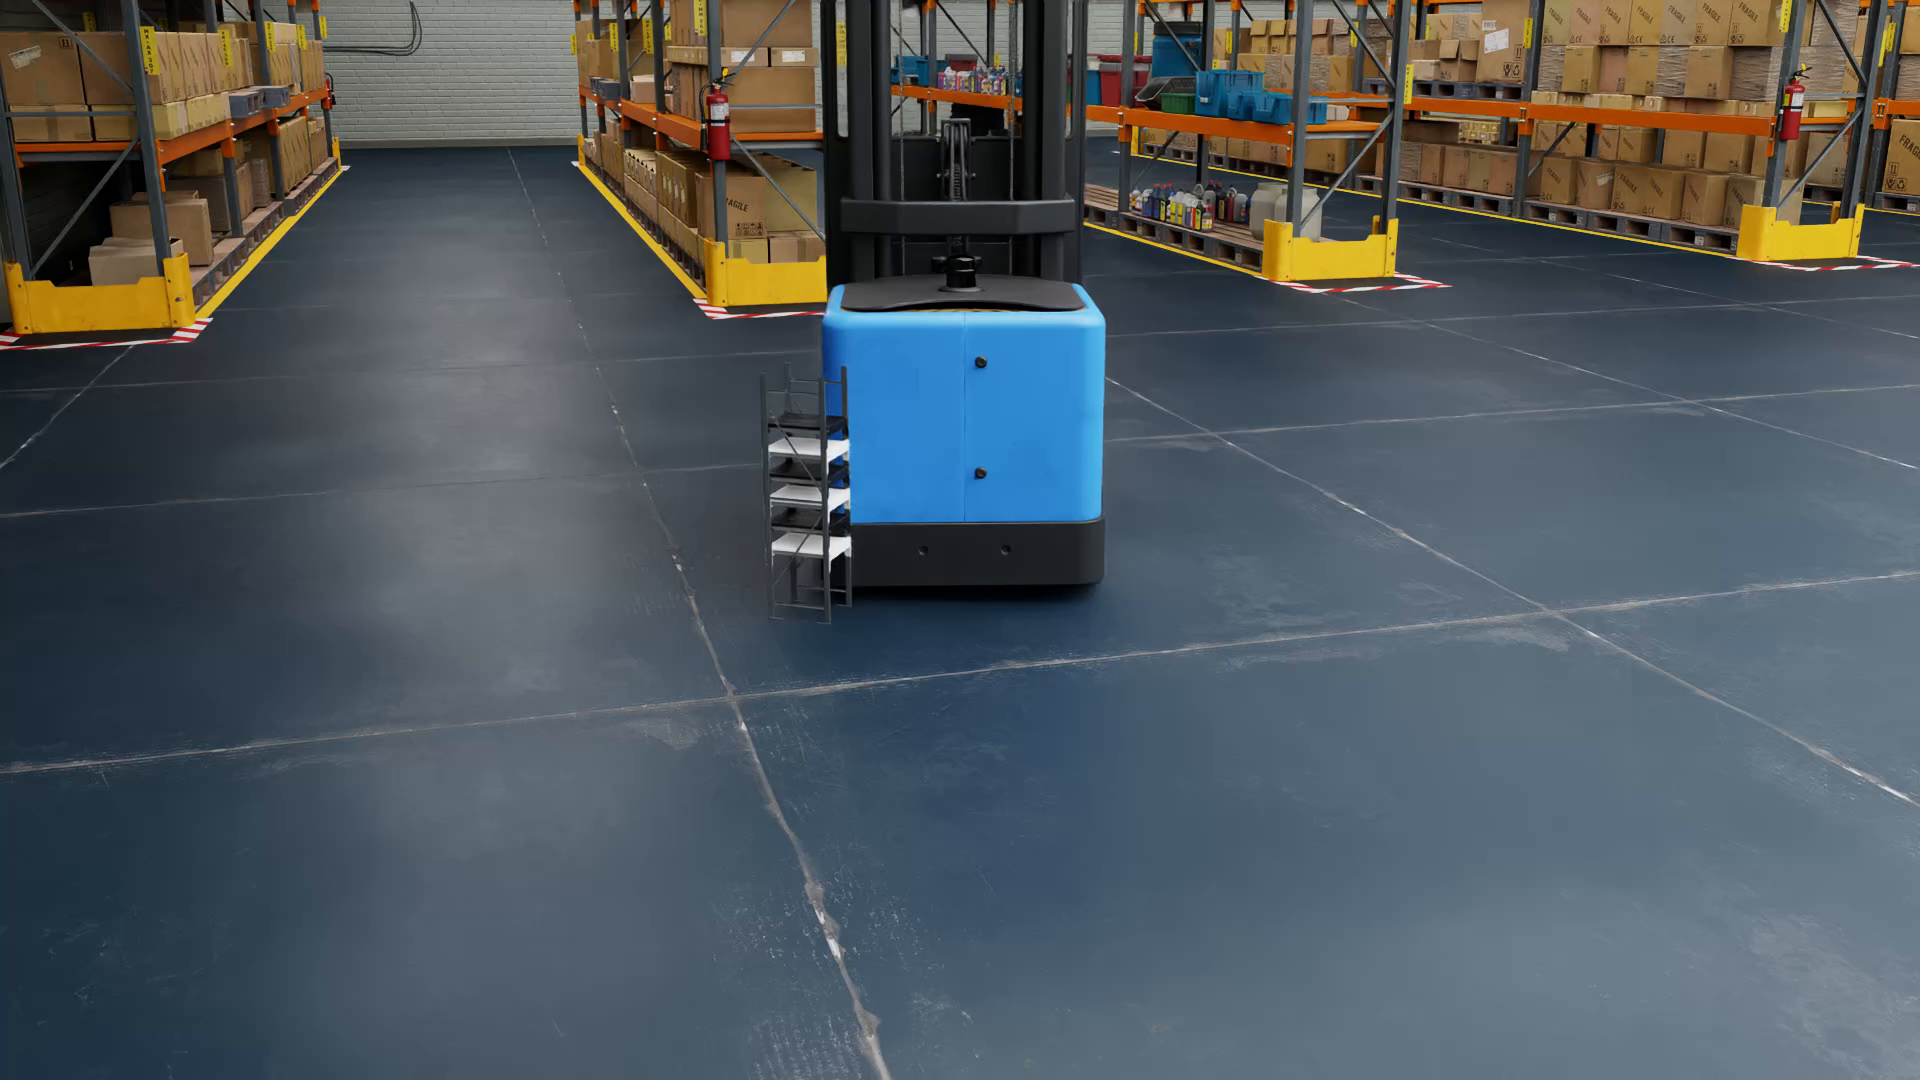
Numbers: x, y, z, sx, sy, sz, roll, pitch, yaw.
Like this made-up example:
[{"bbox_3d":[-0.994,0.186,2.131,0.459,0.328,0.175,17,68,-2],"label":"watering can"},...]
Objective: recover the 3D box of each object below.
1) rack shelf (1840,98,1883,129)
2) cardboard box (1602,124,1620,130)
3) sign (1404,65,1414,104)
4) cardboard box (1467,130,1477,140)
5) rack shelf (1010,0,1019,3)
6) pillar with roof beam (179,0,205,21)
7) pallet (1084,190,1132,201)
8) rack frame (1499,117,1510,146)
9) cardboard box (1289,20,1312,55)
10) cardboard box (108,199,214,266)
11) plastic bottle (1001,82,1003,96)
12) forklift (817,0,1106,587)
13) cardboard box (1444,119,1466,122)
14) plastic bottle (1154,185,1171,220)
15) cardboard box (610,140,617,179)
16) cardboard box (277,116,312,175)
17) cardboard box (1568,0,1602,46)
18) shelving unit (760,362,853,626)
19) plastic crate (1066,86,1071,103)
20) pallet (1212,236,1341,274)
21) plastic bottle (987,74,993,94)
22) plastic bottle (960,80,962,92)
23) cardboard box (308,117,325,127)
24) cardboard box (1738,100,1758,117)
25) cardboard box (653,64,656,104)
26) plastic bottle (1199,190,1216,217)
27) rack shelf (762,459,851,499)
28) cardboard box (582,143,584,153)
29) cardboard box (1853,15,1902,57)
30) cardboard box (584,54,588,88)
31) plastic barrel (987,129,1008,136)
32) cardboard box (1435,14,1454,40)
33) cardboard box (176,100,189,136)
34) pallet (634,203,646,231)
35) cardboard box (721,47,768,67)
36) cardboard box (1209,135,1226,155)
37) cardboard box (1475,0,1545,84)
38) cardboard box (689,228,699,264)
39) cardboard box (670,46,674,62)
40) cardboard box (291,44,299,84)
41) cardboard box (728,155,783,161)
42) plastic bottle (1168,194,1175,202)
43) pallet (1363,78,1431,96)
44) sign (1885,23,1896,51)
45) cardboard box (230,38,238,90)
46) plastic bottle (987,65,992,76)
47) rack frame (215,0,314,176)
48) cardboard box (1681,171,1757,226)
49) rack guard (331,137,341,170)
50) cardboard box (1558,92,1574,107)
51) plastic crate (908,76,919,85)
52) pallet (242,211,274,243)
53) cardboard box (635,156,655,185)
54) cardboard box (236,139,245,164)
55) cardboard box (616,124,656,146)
[{"bbox_3d":[11.235,-5.825,22.380,1.077,0.370,4.000,-5,17,-15],"label":"rack shelf"},{"bbox_3d":[10.097,-6.393,25.332,0.500,0.250,0.500,-4,17,-14],"label":"cardboard box"},{"bbox_3d":[3.855,-3.929,14.336,0.100,0.325,0.005,-5,17,-15],"label":"sign"},{"bbox_3d":[9.017,-7.016,28.803,0.380,0.149,0.250,-5,18,-17],"label":"cardboard box"},{"bbox_3d":[1.676,-6.506,19.432,1.077,0.370,4.000,-5,17,-15],"label":"rack shelf"},{"bbox_3d":[-6.383,-9.629,23.365,9.100,9.000,0.400,-5,17,-15],"label":"pillar with roof beam"},{"bbox_3d":[1.634,-4.077,20.158,1.003,0.211,1.213,-5,17,-15],"label":"pallet"},{"bbox_3d":[9.587,-7.829,27.802,1.000,3.000,0.127,-5,17,-15],"label":"rack frame"},{"bbox_3d":[5.337,-7.456,24.641,0.797,0.503,0.637,-4,17,-13],"label":"cardboard box"},{"bbox_3d":[-6.614,-2.547,13.799,0.700,0.500,0.500,-6,18,-19],"label":"cardboard box"},{"bbox_3d":[0.591,-5.983,22.002,0.097,0.201,0.097,0,17,0],"label":"plastic bottle"},{"bbox_3d":[-0.033,-1.601,7.188,1.130,2.935,3.031,-1,17,-2],"label":"forklift"},{"bbox_3d":[8.809,-7.383,29.507,0.380,0.149,0.250,-5,18,-17],"label":"cardboard box"},{"bbox_3d":[2.101,-3.494,17.210,0.144,0.351,0.185,-5,18,-18],"label":"plastic bottle"},{"bbox_3d":[-4.412,-5.118,22.356,0.500,0.500,0.500,-5,18,-17],"label":"cardboard box"},{"bbox_3d":[-9.194,-5.292,22.363,0.750,0.750,0.750,-4,17,-15],"label":"cardboard box"},{"bbox_3d":[7.006,-5.638,18.080,0.500,0.500,0.500,-5,17,-15],"label":"cardboard box"},{"bbox_3d":[-0.544,-0.164,5.935,0.258,0.900,0.210,5,18,18],"label":"shelving unit"},{"bbox_3d":[1.476,-5.218,19.479,0.450,0.188,0.662,-5,17,-15],"label":"plastic crate"},{"bbox_3d":[3.041,-2.661,15.444,1.003,0.211,1.213,-5,17,-15],"label":"pallet"},{"bbox_3d":[0.421,-6.188,22.563,0.097,0.271,0.097,0,17,0],"label":"plastic bottle"},{"bbox_3d":[0.048,-6.530,23.821,0.097,0.201,0.097,0,17,0],"label":"plastic bottle"},{"bbox_3d":[-10.098,-6.504,25.879,0.380,0.149,0.250,-5,17,-16],"label":"cardboard box"},{"bbox_3d":[7.743,-4.157,16.014,0.380,0.149,0.250,-5,17,-15],"label":"cardboard box"},{"bbox_3d":[-3.160,-5.161,18.747,0.500,0.500,0.500,-6,18,-18],"label":"cardboard box"},{"bbox_3d":[2.597,-3.540,17.491,0.152,0.276,0.135,-5,17,-15],"label":"plastic bottle"},{"bbox_3d":[-0.544,-0.219,5.918,0.258,0.077,0.200,5,18,18],"label":"rack shelf"},{"bbox_3d":[-6.051,-6.491,27.539,0.380,0.149,0.250,-5,17,-15],"label":"cardboard box"},{"bbox_3d":[11.643,-6.280,20.732,0.700,0.500,0.500,-5,17,-16],"label":"cardboard box"},{"bbox_3d":[-5.549,-7.274,25.779,0.500,0.500,0.500,-4,17,-15],"label":"cardboard box"},{"bbox_3d":[0.666,-5.459,23.375,0.600,0.588,0.708,-5,17,-15],"label":"plastic barrel"},{"bbox_3d":[8.765,-9.034,29.385,0.500,0.500,0.500,-5,18,-17],"label":"cardboard box"},{"bbox_3d":[-6.185,-3.211,12.654,0.500,0.250,0.500,-5,18,-17],"label":"cardboard box"},{"bbox_3d":[-3.116,-3.673,18.813,1.003,0.211,1.213,-5,17,-15],"label":"pallet"},{"bbox_3d":[-1.727,-3.813,13.129,0.380,0.149,0.250,-5,17,-16],"label":"cardboard box"},{"bbox_3d":[4.685,-6.837,27.463,0.875,0.875,0.875,-5,17,-15],"label":"cardboard box"},{"bbox_3d":[6.905,-5.971,19.844,1.000,1.000,1.000,-5,17,-15],"label":"cardboard box"},{"bbox_3d":[-2.019,-2.510,14.144,0.500,0.250,0.500,-5,17,-15],"label":"cardboard box"},{"bbox_3d":[-2.581,-4.669,15.981,0.380,0.149,0.250,-4,17,-14],"label":"cardboard box"},{"bbox_3d":[-8.979,-6.242,21.792,0.500,0.500,0.500,-5,17,-15],"label":"cardboard box"},{"bbox_3d":[-1.933,-3.325,15.553,0.500,0.500,0.500,-5,17,-15],"label":"cardboard box"},{"bbox_3d":[2.177,-3.418,17.096,0.097,0.271,0.097,0,17,0],"label":"plastic bottle"},{"bbox_3d":[6.187,-6.078,22.305,1.213,0.211,1.003,-5,17,-15],"label":"pallet"},{"bbox_3d":[11.266,-6.087,20.128,0.100,0.325,0.005,-5,17,-15],"label":"sign"},{"bbox_3d":[-7.764,-4.814,16.826,0.700,0.500,0.500,-2,17,-8],"label":"cardboard box"},{"bbox_3d":[0.456,-6.810,24.494,0.144,0.351,0.185,-5,17,-15],"label":"plastic bottle"},{"bbox_3d":[-9.498,-6.290,22.678,1.000,3.000,0.127,-5,17,-15],"label":"rack frame"},{"bbox_3d":[7.735,-3.486,16.959,0.500,0.500,0.500,0,17,-1],"label":"cardboard box"},{"bbox_3d":[-10.604,-6.206,26.743,1.175,0.500,0.348,-5,17,-15],"label":"rack guard"},{"bbox_3d":[6.910,-4.911,18.525,0.380,0.149,0.250,-5,17,-15],"label":"cardboard box"},{"bbox_3d":[-0.538,-7.259,26.276,0.437,0.125,0.590,-5,17,-15],"label":"plastic crate"},{"bbox_3d":[-7.854,-3.295,17.554,1.003,0.211,1.213,-5,17,-15],"label":"pallet"},{"bbox_3d":[-3.343,-4.133,18.572,0.500,0.311,0.500,-5,17,-16],"label":"cardboard box"},{"bbox_3d":[-8.054,-4.199,17.992,0.500,0.250,0.500,-4,17,-14],"label":"cardboard box"},{"bbox_3d":[-4.139,-5.204,21.341,0.500,0.250,0.500,-4,17,-13],"label":"cardboard box"}]
